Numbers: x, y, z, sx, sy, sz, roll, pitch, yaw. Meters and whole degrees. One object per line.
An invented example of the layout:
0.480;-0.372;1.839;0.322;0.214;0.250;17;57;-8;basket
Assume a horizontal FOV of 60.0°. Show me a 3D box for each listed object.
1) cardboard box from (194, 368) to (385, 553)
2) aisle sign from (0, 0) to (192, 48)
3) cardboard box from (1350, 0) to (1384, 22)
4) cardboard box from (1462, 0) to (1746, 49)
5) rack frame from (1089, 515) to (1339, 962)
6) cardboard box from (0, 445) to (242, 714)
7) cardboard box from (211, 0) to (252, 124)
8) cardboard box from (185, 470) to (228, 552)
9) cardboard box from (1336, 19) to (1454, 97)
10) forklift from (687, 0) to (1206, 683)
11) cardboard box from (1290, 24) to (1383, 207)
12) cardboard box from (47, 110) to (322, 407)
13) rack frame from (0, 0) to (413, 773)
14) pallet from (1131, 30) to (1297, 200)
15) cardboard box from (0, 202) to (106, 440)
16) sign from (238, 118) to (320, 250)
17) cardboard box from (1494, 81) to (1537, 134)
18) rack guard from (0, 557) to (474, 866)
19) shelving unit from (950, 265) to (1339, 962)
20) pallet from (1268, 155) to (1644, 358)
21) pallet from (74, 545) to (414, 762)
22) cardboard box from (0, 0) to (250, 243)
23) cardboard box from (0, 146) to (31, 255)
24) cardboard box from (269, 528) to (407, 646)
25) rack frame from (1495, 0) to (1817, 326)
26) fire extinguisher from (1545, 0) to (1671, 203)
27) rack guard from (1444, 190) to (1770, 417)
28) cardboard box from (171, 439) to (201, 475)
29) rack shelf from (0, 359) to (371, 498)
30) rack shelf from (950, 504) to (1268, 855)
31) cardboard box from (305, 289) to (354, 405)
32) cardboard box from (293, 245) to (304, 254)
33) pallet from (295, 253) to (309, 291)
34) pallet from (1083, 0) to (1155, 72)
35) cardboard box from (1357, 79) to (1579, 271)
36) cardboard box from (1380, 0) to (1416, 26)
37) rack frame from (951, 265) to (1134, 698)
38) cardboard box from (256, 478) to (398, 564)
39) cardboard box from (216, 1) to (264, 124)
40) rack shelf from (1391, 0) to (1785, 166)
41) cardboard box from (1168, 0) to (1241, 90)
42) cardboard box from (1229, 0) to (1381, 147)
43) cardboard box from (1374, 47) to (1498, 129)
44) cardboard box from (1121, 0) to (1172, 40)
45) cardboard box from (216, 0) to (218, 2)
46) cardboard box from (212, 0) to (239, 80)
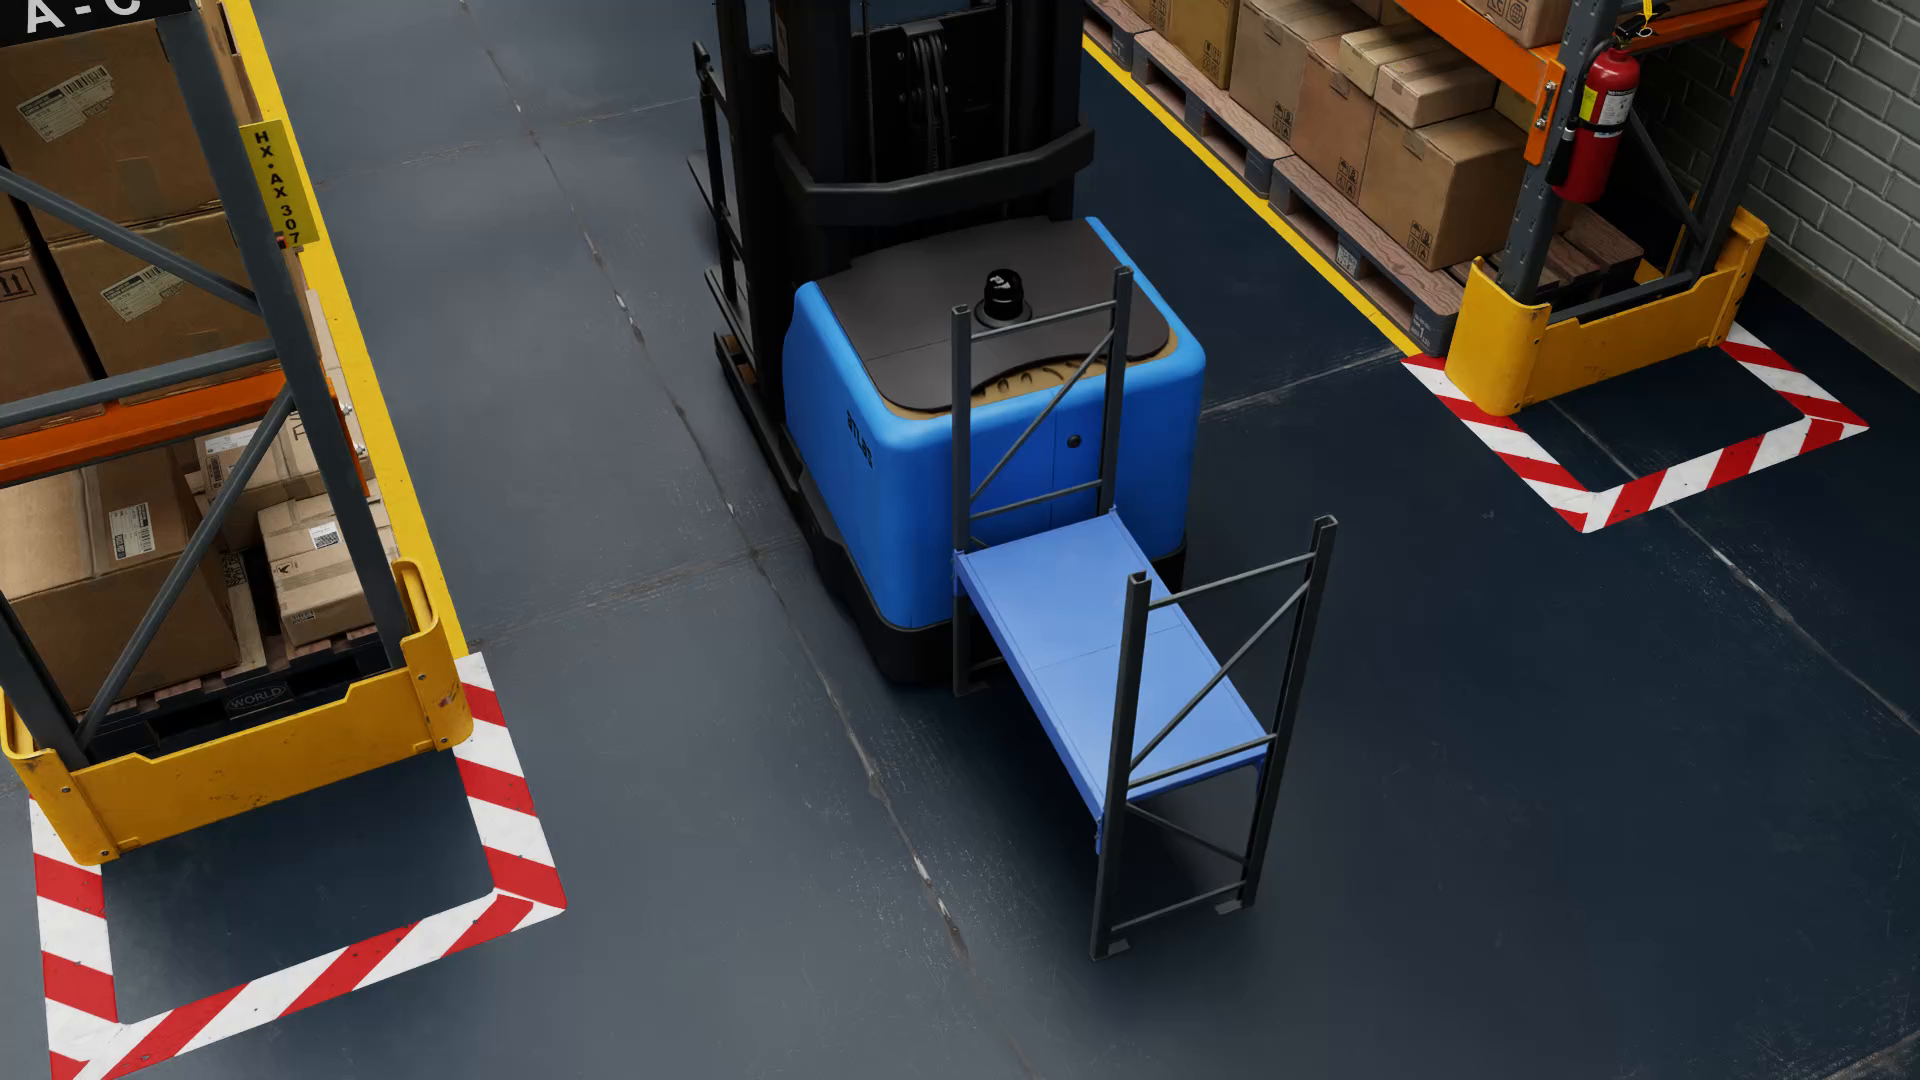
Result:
-2.239;-0.272;5.534;0.500;0.250;0.500;-18;47;-17;cardboard box
-1.762;-1.314;3.095;0.394;0.787;0.004;-18;47;-17;aisle sign
1.858;-2.341;7.006;0.380;0.149;0.250;-17;47;-17;cardboard box
2.212;-2.239;5.670;0.980;0.700;0.700;-16;47;-16;cardboard box
0.595;0.552;4.122;0.500;1.500;0.032;-16;47;-15;rack frame
-2.510;0.114;4.965;0.500;0.500;0.500;-18;47;-17;cardboard box
-2.435;-1.389;4.951;0.500;0.500;0.500;-18;47;-18;cardboard box
-2.598;-0.052;5.371;0.380;0.166;0.250;-18;47;-17;cardboard box
1.723;-1.908;6.567;0.380;0.149;0.250;-17;47;-16;cardboard box
-0.290;-1.647;5.332;1.130;2.935;3.031;-16;47;-15;forklift
1.840;-1.806;6.925;0.700;0.500;0.500;-18;47;-18;cardboard box
-2.005;-0.741;4.295;0.500;0.500;0.500;-17;47;-17;cardboard box
-2.057;-0.345;3.964;1.000;3.000;0.127;-18;47;-17;rack frame
1.519;-2.081;7.708;1.003;0.211;1.213;-18;47;-17;pallet
-2.493;-0.586;4.137;0.500;0.500;0.500;-17;47;-16;cardboard box
-1.565;-0.814;3.823;0.100;0.325;0.005;-18;47;-17;sign
2.284;-1.697;6.353;0.380;0.149;0.250;-18;47;-17;cardboard box
-2.089;0.496;4.891;1.175;0.500;0.348;-18;47;-17;rack guard
0.405;0.221;4.458;0.538;1.500;1.048;-16;47;-15;shelving unit
2.028;-1.304;6.922;1.003;0.211;1.213;-18;47;-17;pallet
-2.426;0.091;5.507;1.003;0.211;1.213;-18;47;-17;pallet
-2.005;-1.097;3.943;0.500;0.500;0.500;-17;47;-16;cardboard box
-2.494;-0.939;3.783;0.500;0.500;0.500;-18;48;-18;cardboard box
-1.922;0.145;5.184;0.380;0.149;0.250;-18;47;-17;cardboard box
2.435;-1.810;5.449;1.000;3.000;0.127;-18;47;-17;rack frame
2.080;-1.418;5.372;0.296;0.674;0.183;-18;47;-17;fire extinguisher
2.446;-0.905;6.312;1.175;0.500;0.348;-18;47;-17;rack guard
-2.882;-0.411;5.675;0.500;0.250;0.500;-18;47;-17;cardboard box
-2.898;-1.364;5.509;1.077;0.370;4.000;-18;47;-17;rack shelf
0.405;0.349;4.584;0.538;0.185;1.000;-16;47;-15;rack shelf
-2.449;-0.591;5.857;0.500;0.250;0.500;-18;47;-17;cardboard box
-2.927;-1.336;6.570;0.500;0.311;0.500;-18;47;-17;cardboard box
-2.935;-0.685;6.294;1.003;0.211;1.213;-18;47;-17;pallet
1.002;-2.859;8.497;1.003;0.211;1.213;-18;47;-17;pallet
2.050;-1.487;6.602;0.700;0.500;0.500;-18;47;-17;cardboard box
1.966;-2.179;6.842;0.380;0.149;0.250;-18;47;-17;cardboard box
0.215;-0.110;4.794;0.500;1.500;0.032;-16;47;-15;rack frame
-2.027;-0.021;5.340;0.380;0.166;0.250;-18;47;-17;cardboard box
-3.242;-1.882;6.988;0.500;0.500;0.500;-18;47;-17;cardboard box
1.594;-2.829;6.994;1.077;0.370;4.000;-18;47;-17;rack shelf
1.397;-2.463;7.592;0.700;0.500;0.500;-17;47;-16;cardboard box
1.628;-2.126;7.250;0.700;0.500;0.500;-19;48;-19;cardboard box
1.831;-1.746;6.402;0.380;0.149;0.250;-19;48;-18;cardboard box
1.183;-2.791;7.924;0.700;0.500;0.500;-18;48;-18;cardboard box
-3.722;-2.541;7.656;0.500;0.500;0.500;-20;48;-19;cardboard box
-2.644;-1.708;5.274;0.500;0.500;0.500;-17;47;-17;cardboard box
